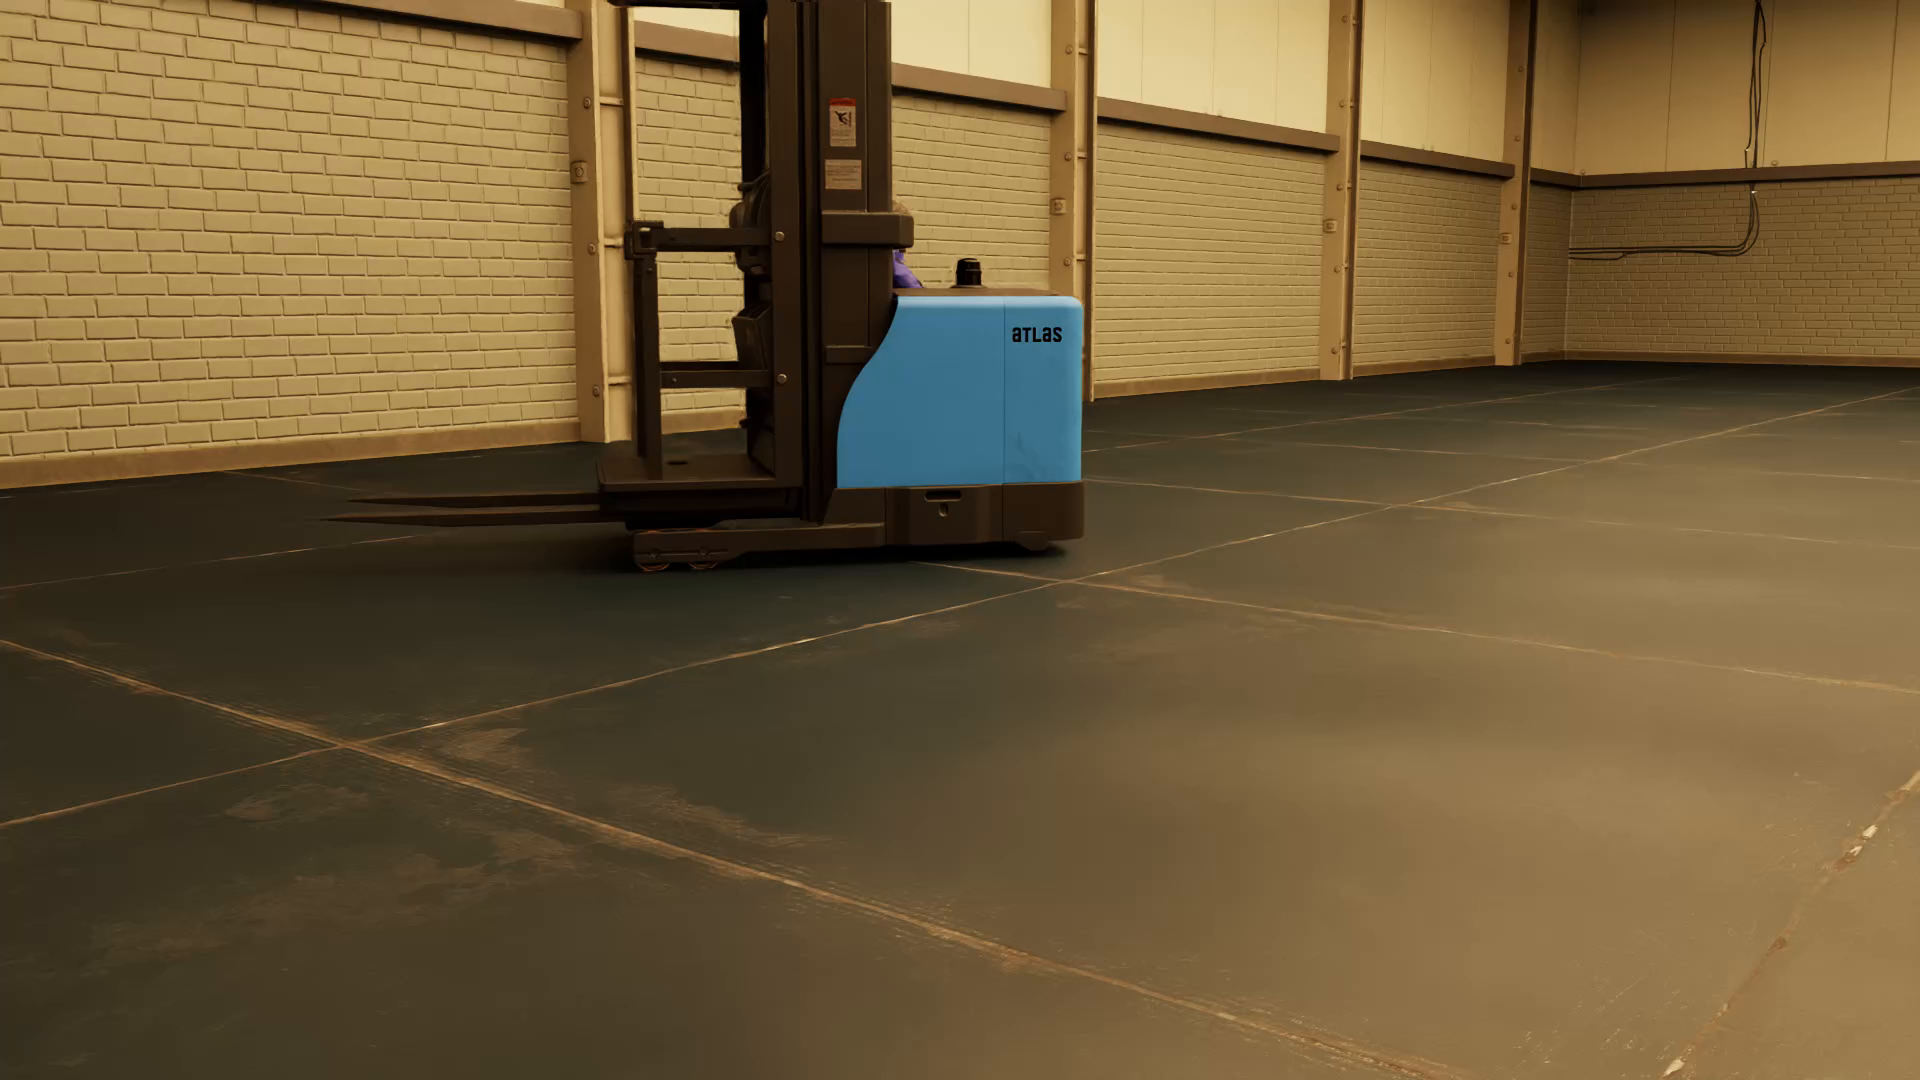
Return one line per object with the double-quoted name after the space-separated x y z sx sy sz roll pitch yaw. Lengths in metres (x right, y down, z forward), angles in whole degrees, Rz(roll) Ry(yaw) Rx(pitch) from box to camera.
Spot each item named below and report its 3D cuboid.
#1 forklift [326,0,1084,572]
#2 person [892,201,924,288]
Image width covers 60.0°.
-1.051 -1.408 6.905 3.031 2.935 1.130 -2 9 -13 "forklift"
-0.261 -0.889 8.336 0.481 1.589 0.736 -5 9 -29 "person"
